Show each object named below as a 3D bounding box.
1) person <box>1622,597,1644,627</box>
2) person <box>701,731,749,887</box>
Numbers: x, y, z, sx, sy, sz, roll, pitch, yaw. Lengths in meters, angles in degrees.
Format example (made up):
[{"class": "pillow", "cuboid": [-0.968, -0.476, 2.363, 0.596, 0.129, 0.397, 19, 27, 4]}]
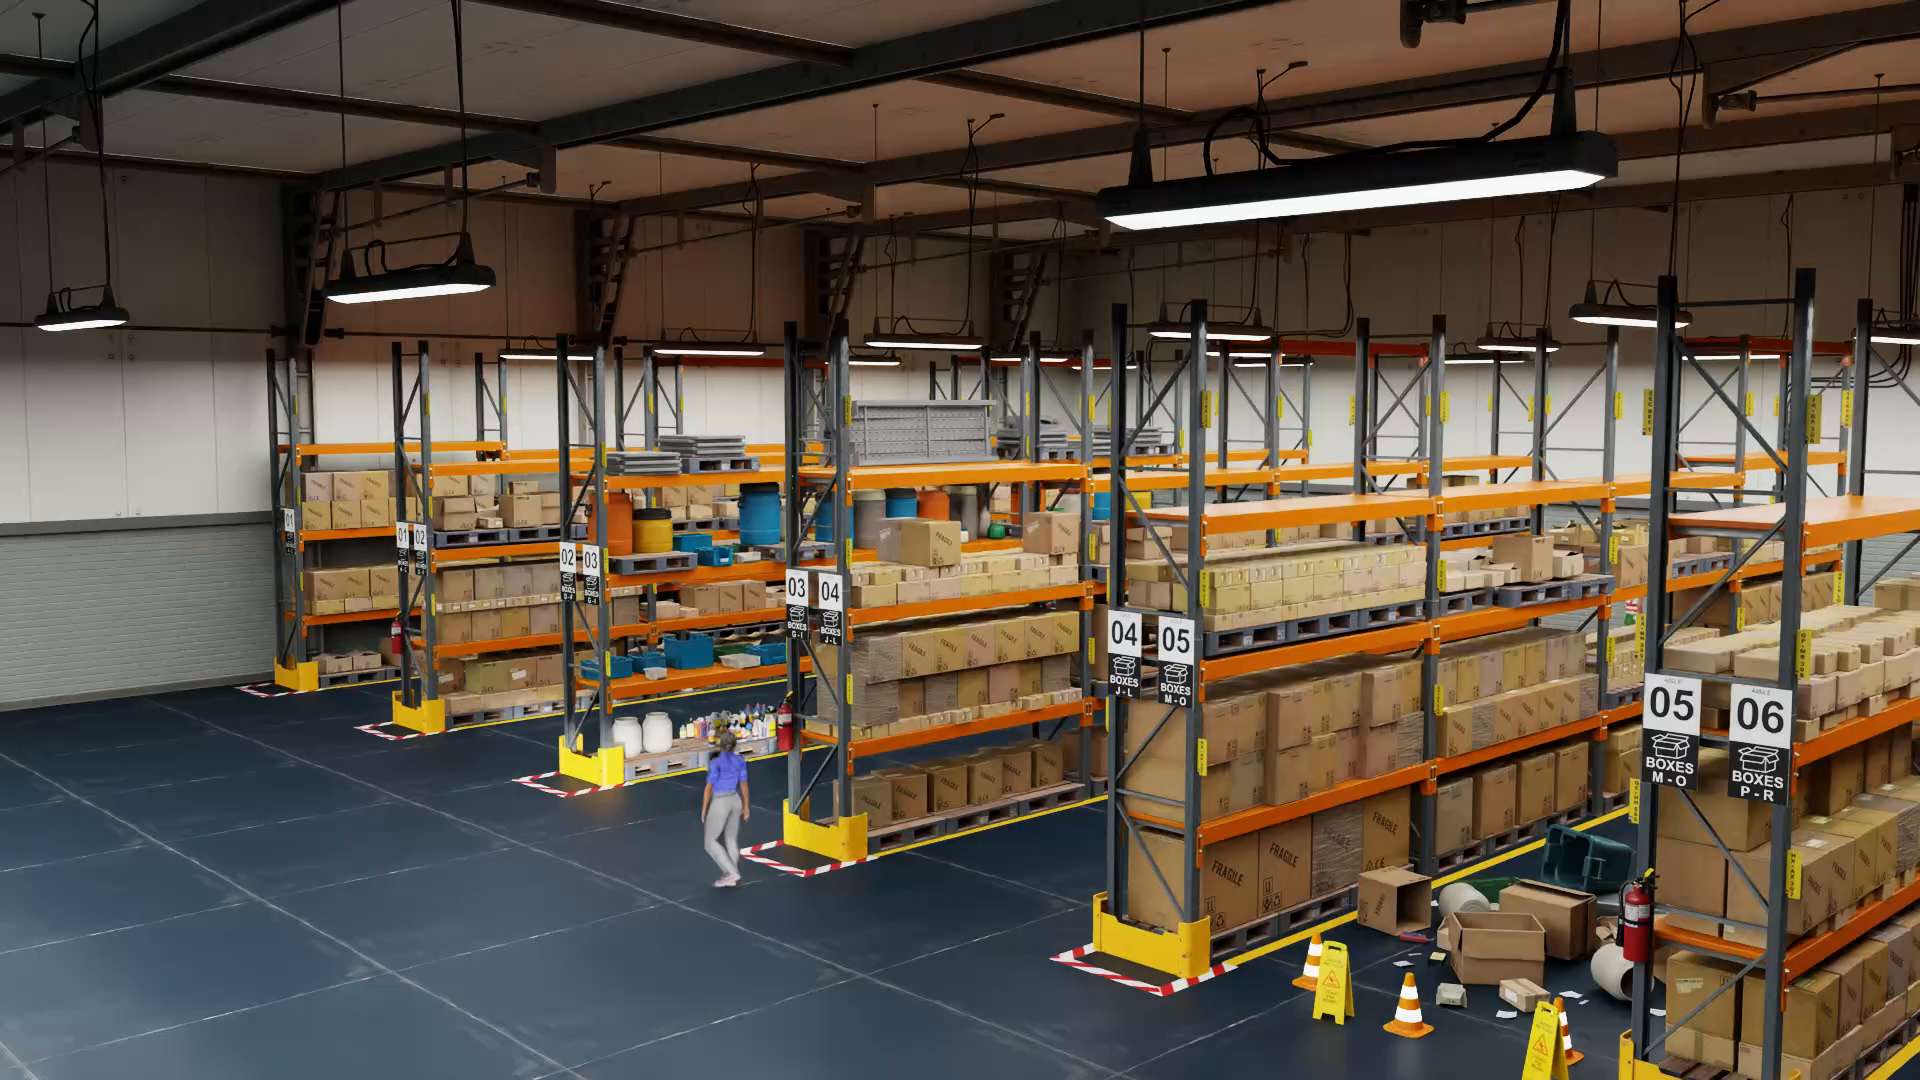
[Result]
[{"class": "person", "cuboid": [13.183, 1.449, 32.473, 0.599, 1.787, 0.546, 2, 5, 21]}, {"class": "person", "cuboid": [-2.432, 2.827, 17.438, 0.424, 1.668, 0.503, 3, 6, 31]}]
